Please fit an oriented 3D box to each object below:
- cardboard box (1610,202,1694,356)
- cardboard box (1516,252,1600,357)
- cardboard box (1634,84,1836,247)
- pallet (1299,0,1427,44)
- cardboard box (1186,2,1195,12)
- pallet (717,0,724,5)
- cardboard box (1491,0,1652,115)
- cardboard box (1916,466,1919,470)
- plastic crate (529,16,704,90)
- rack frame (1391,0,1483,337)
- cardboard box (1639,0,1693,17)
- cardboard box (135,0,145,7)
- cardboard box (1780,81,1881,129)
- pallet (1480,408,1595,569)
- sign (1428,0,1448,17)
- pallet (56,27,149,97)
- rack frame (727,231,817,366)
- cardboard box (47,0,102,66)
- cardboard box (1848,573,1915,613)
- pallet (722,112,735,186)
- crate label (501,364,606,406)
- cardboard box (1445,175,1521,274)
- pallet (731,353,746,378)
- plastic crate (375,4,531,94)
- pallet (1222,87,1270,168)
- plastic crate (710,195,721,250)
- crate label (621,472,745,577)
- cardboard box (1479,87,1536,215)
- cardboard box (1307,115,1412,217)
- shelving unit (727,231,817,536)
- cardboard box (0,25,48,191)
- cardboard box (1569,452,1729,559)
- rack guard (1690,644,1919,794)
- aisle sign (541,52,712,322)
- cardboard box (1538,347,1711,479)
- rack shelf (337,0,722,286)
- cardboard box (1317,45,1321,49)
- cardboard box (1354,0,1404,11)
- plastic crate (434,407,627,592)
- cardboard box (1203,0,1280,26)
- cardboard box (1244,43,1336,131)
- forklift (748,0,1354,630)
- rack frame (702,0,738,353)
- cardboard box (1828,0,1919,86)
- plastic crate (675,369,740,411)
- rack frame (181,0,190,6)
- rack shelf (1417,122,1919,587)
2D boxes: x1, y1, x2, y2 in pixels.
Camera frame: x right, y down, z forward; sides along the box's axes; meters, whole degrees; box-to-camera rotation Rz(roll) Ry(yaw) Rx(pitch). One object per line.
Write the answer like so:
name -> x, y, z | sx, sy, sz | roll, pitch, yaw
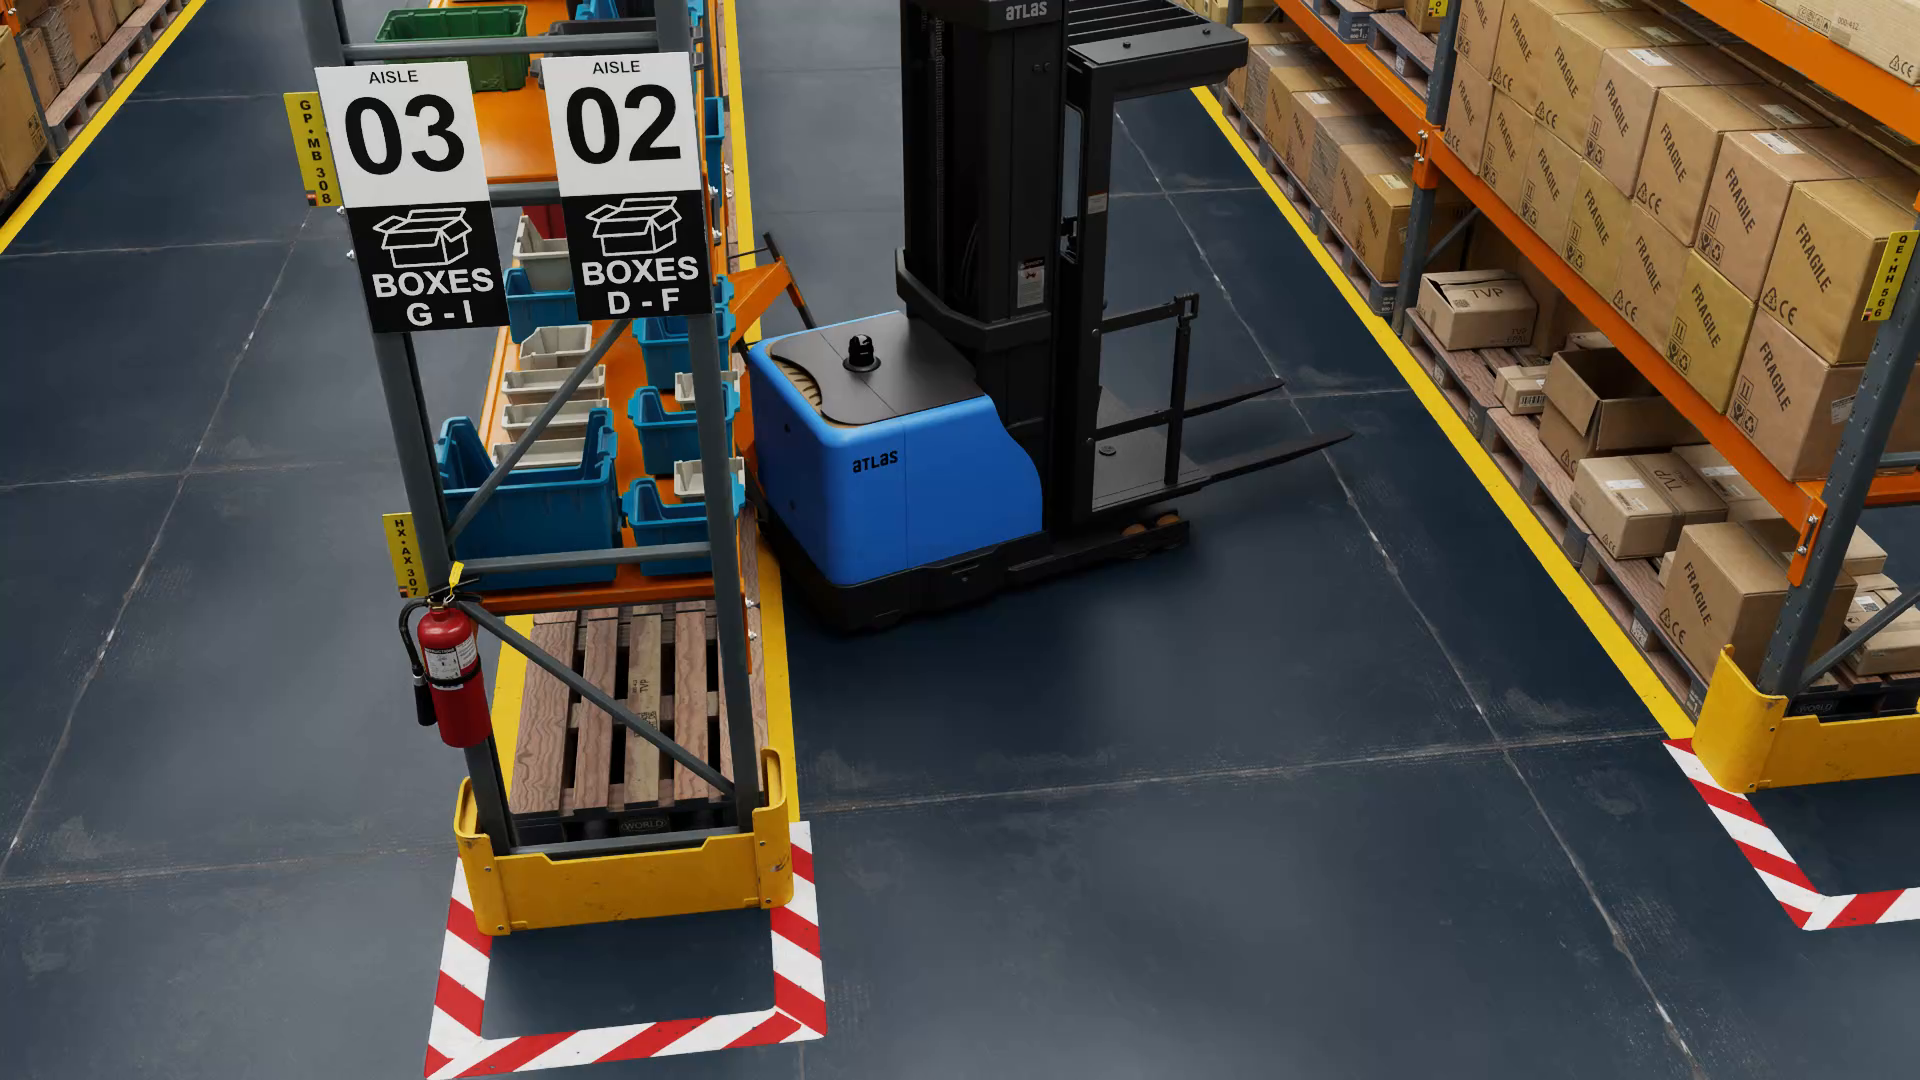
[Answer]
cardboard box -> 3.205, -1.143, 7.175 | 0.500, 0.500, 0.500 | -4, 34, -6
cardboard box -> 3.490, -1.389, 9.454 | 0.500, 0.500, 0.500 | -4, 35, -6
cardboard box -> 3.194, -1.557, 6.895 | 0.500, 0.500, 0.500 | -3, 34, -5
pallet -> 2.860, -3.605, 11.046 | 1.003, 0.211, 1.213 | -4, 35, -6
cardboard box -> 2.209, -4.368, 14.065 | 0.500, 0.250, 0.500 | -5, 35, -7
pallet -> -2.709, -5.040, 15.458 | 1.003, 0.211, 1.213 | -4, 35, -6
cardboard box -> 2.986, -2.419, 8.159 | 0.500, 0.500, 0.500 | -5, 35, -8
cardboard box -> 3.871, -0.613, 6.398 | 0.500, 0.500, 0.500 | -4, 34, -5
plastic crate -> -1.015, -1.353, 5.024 | 0.497, 0.269, 0.590 | -4, 35, -6
rack frame -> 3.132, -2.537, 9.309 | 1.000, 3.000, 0.127 | -4, 35, -6
cardboard box -> 3.528, -2.443, 8.194 | 0.500, 0.500, 0.500 | -5, 35, -7
cardboard box -> -7.700, -5.057, 14.836 | 0.700, 0.500, 0.500 | -7, 35, -10
cardboard box -> 3.731, -1.597, 6.953 | 0.500, 0.500, 0.500 | -4, 34, -6
pallet -> 3.391, -0.319, 8.530 | 1.003, 0.211, 1.213 | -4, 35, -6
sign -> 2.582, -2.971, 8.918 | 0.100, 0.325, 0.005 | -4, 35, -6
pallet -> -7.487, -3.984, 13.908 | 1.003, 0.211, 1.213 | -4, 35, -6
rack frame -> -0.953, -1.050, 8.666 | 0.500, 1.125, 0.032 | -8, 31, 29
cardboard box -> -7.503, -4.166, 13.529 | 0.700, 0.500, 0.500 | -2, 34, -2
cardboard box -> 3.920, 0.285, 7.293 | 0.380, 0.166, 0.250 | -4, 35, -6
pallet -> -2.168, -2.807, 12.181 | 1.003, 0.211, 1.213 | -4, 35, -6
crate label -> -1.615, -0.605, 6.655 | 0.396, 0.136, 0.243 | -4, 35, -6
cardboard box -> 3.308, -1.974, 10.312 | 0.500, 0.500, 0.500 | -6, 35, -9
pallet -> -1.640, -0.604, 8.949 | 1.003, 0.211, 1.213 | -4, 35, -6
plastic crate -> -1.655, -1.612, 5.477 | 0.450, 0.188, 0.336 | -4, 35, -6
pallet -> 2.657, -3.197, 12.754 | 1.003, 0.211, 1.213 | -4, 35, -6
plastic crate -> -1.360, -1.470, 7.935 | 0.437, 0.125, 0.590 | -4, 35, -6
crate label -> -0.946, -0.050, 5.755 | 0.416, 0.233, 0.303 | -4, 35, -6
cardboard box -> 3.002, -1.987, 8.414 | 0.500, 0.500, 0.500 | -4, 34, -6
cardboard box -> 2.656, -2.495, 11.077 | 0.500, 0.500, 0.500 | -4, 34, -6
shelving unit -> -1.124, -0.759, 8.286 | 0.538, 1.125, 1.048 | -8, 31, 29
cardboard box -> -7.151, -2.929, 11.399 | 1.225, 0.875, 0.875 | -6, 35, -9
cardboard box -> 3.255, -0.167, 7.883 | 0.500, 0.250, 0.500 | -4, 35, -6
rack guard -> 3.660, 0.686, 6.799 | 1.175, 0.500, 0.348 | -4, 35, -6
aisle sign -> -0.935, -0.988, 4.728 | 0.394, 0.787, 0.004 | -4, 35, -6
cardboard box -> 3.390, -0.639, 8.350 | 0.797, 0.503, 0.637 | -4, 35, -6
rack shelf -> -1.508, -1.990, 6.481 | 1.077, 0.370, 4.000 | -4, 35, -6
cardboard box -> 2.952, -3.413, 12.424 | 0.500, 0.500, 0.500 | -3, 34, -5
cardboard box -> 2.833, -3.733, 10.602 | 0.700, 0.500, 0.500 | -13, 36, -18
plastic crate -> -1.469, -0.143, 5.712 | 0.616, 0.435, 0.499 | -4, 35, -6
cardboard box -> 2.279, -4.311, 13.484 | 0.500, 0.311, 0.500 | -3, 34, -5
cardboard box -> 2.448, -3.350, 12.331 | 0.500, 0.500, 0.500 | -6, 35, -8
forklift -> 0.557, -1.369, 7.656 | 3.031, 2.935, 1.130 | -16, 37, -22
rack frame -> -1.777, -2.163, 8.761 | 1.000, 3.000, 0.127 | -4, 35, -6
cardboard box -> 3.339, -1.749, 5.622 | 0.500, 0.250, 0.500 | -4, 35, -6
plastic crate -> -0.998, -0.574, 6.609 | 0.250, 0.136, 0.298 | -4, 35, -6
rack frame -> -7.761, -6.253, 14.761 | 1.000, 3.000, 0.127 | -4, 35, -6
rack shelf -> 3.401, -1.123, 7.873 | 1.077, 0.370, 4.000 | -4, 35, -6
